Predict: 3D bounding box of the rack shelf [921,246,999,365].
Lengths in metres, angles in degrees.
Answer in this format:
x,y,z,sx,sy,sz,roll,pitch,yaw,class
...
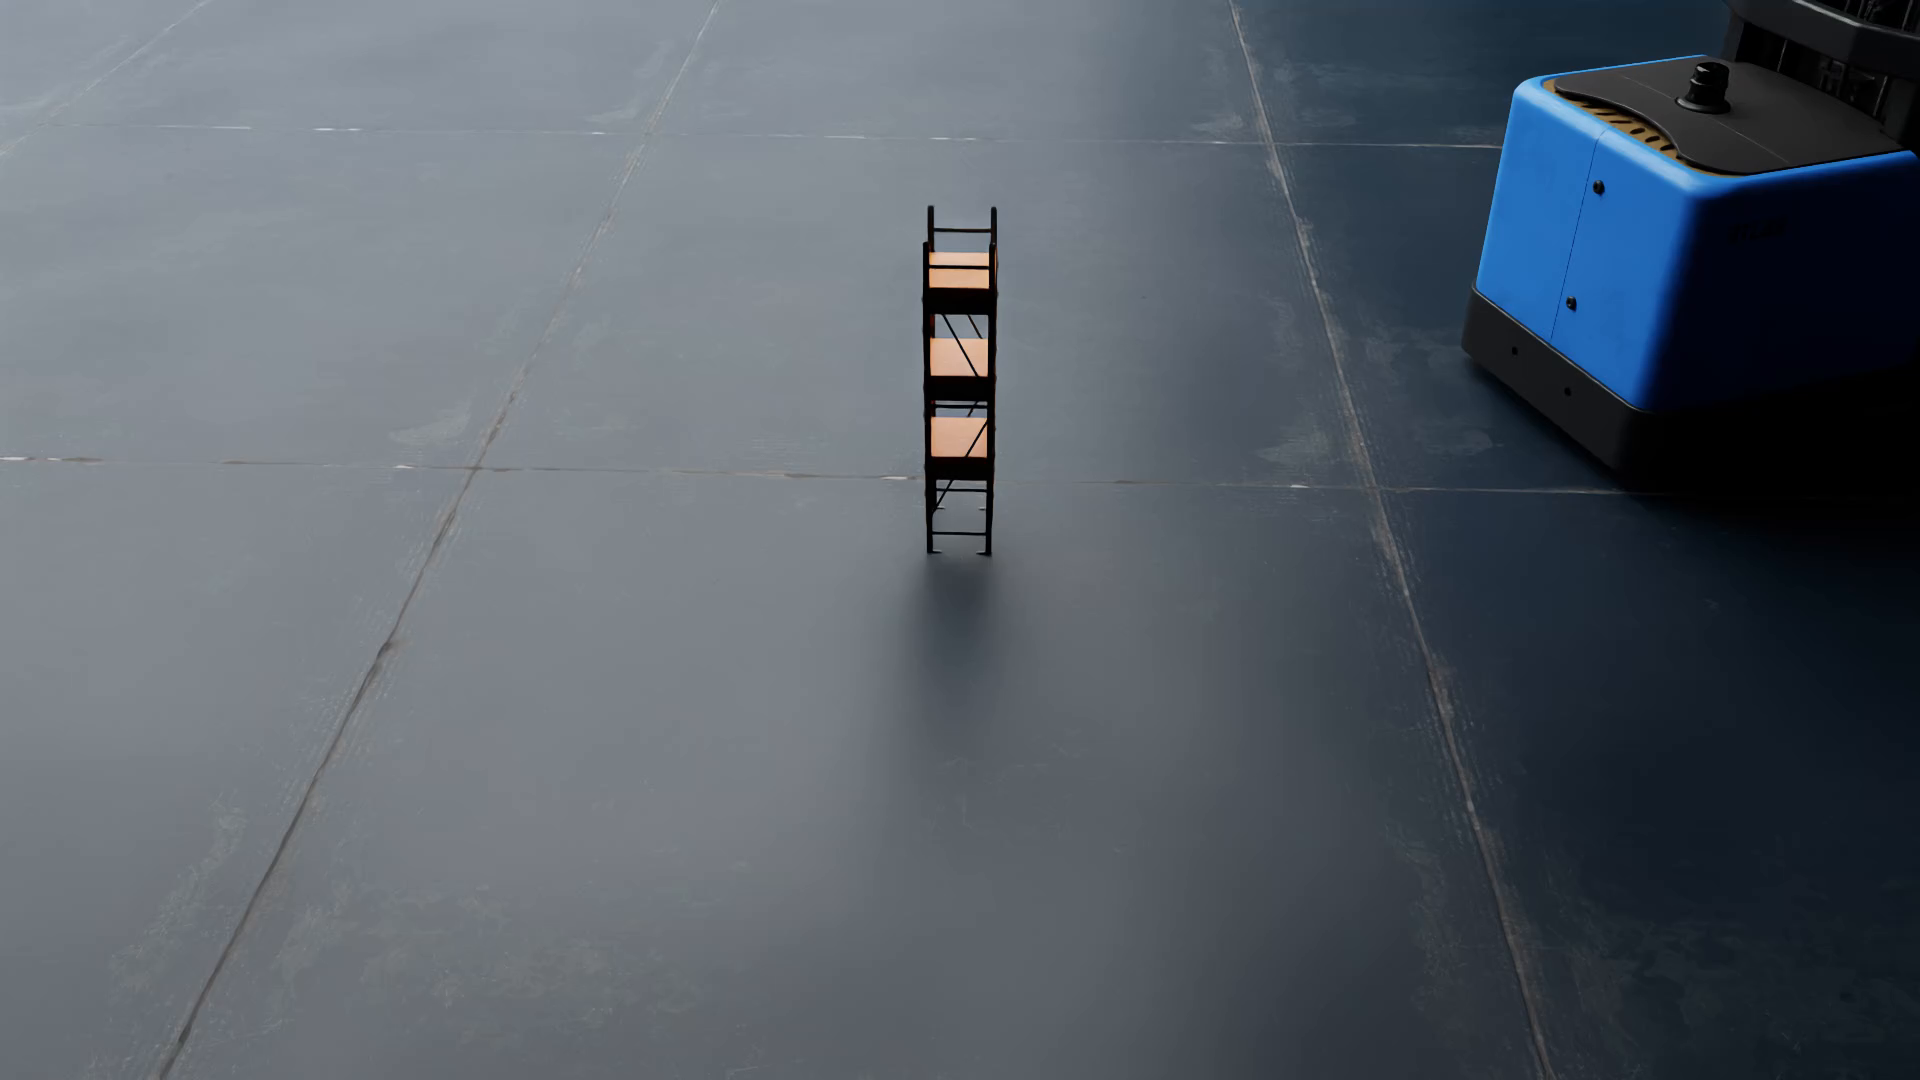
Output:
x,y,z,sx,sy,sz,roll,pitch,yaw,class
0.002,-0.684,4.835,0.215,0.259,0.240,1,35,2,rack shelf

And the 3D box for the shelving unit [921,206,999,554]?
x,y,z,sx,sy,sz,roll,pitch,yaw,class
0.002,-0.460,4.992,0.215,1.050,0.252,1,35,2,shelving unit

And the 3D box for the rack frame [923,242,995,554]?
x,y,z,sx,sy,sz,roll,pitch,yaw,class
-0.003,-0.390,4.892,0.200,1.050,0.008,1,35,2,rack frame

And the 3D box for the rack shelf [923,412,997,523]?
x,y,z,sx,sy,sz,roll,pitch,yaw,class
0.002,-0.224,5.158,0.215,0.259,0.240,1,35,2,rack shelf

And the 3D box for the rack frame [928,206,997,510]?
x,y,z,sx,sy,sz,roll,pitch,yaw,class
0.007,-0.530,5.092,0.200,1.050,0.008,1,35,2,rack frame

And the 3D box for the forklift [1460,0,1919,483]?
x,y,z,sx,sy,sz,roll,pitch,yaw,class
3.422,-1.896,5.399,3.031,2.935,1.130,-12,37,-16,forklift

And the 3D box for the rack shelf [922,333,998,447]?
x,y,z,sx,sy,sz,roll,pitch,yaw,class
0.002,-0.452,4.998,0.215,0.259,0.240,1,35,2,rack shelf
